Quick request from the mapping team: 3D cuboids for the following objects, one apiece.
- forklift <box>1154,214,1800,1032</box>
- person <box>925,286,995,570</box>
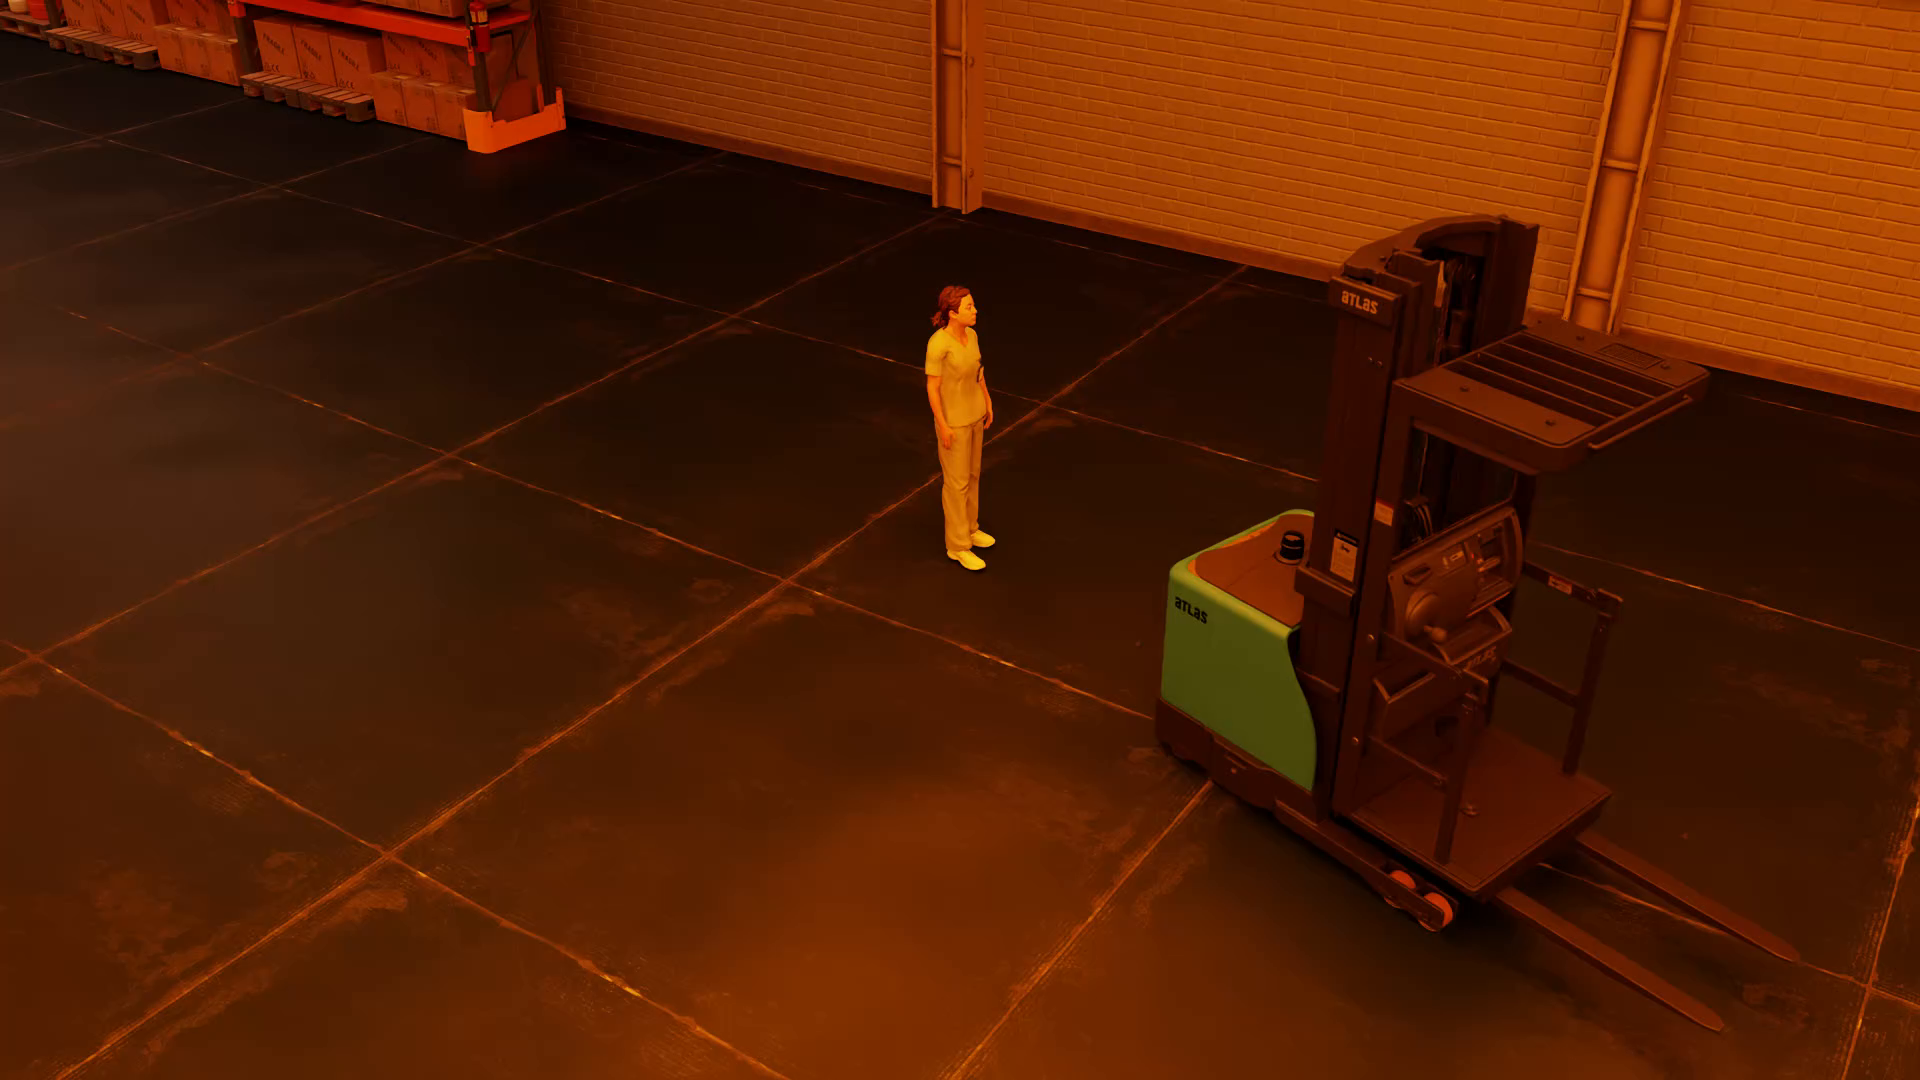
[{"bbox_3d":[2.335,0.202,7.233,1.130,2.935,3.031,-22,37,-33],"label":"forklift"},{"bbox_3d":[0.053,-0.705,10.030,0.549,1.675,0.549,19,35,29],"label":"person"}]
